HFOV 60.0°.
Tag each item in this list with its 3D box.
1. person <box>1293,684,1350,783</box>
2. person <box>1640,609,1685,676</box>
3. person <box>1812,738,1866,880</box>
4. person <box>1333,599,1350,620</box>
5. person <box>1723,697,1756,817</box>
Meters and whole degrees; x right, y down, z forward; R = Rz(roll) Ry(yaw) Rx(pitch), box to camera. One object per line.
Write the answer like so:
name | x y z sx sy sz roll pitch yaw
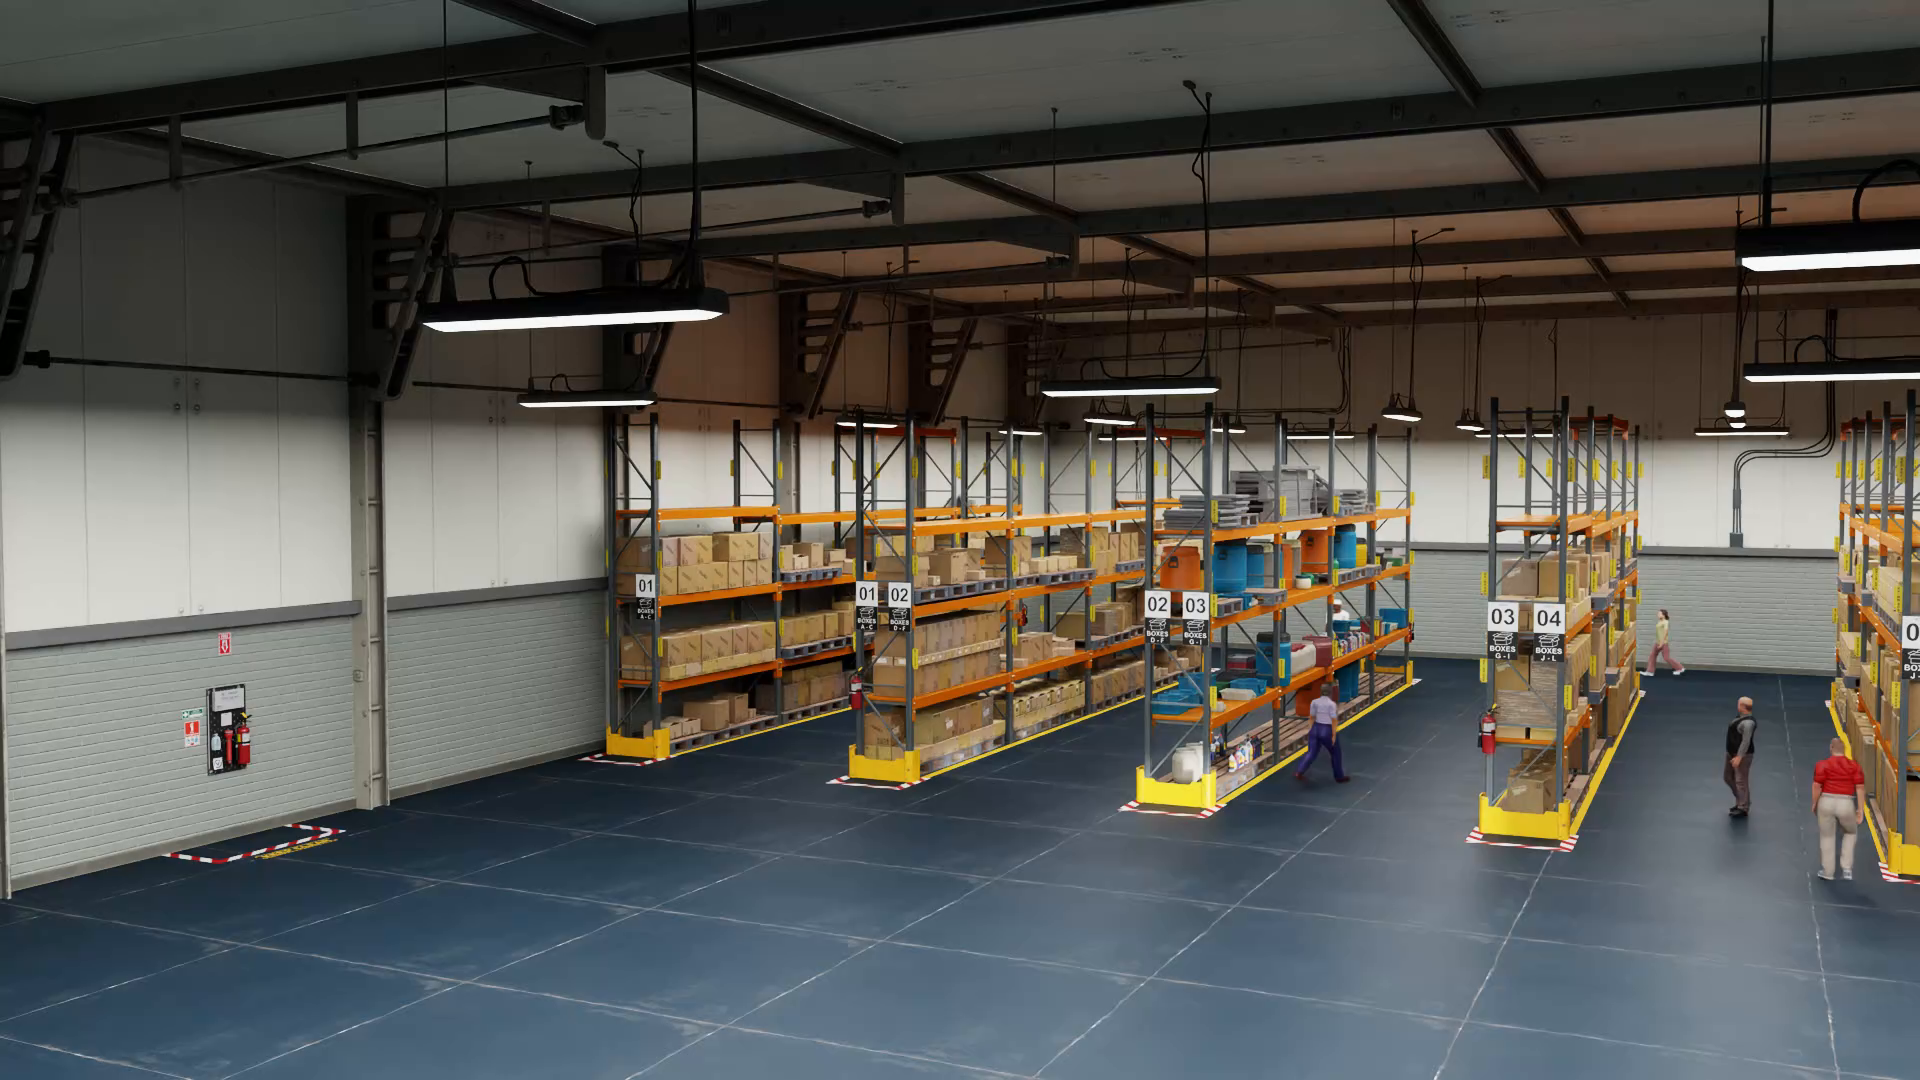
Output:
person | 5.804 3.108 26.475 1.013 1.554 0.517 -2 3 -32
person | 16.983 2.489 40.161 0.984 1.628 0.457 0 2 6
person | 10.706 3.309 20.272 0.580 1.800 0.486 2 3 32
person | 9.455 2.371 41.473 0.649 1.768 0.485 1 3 29
person | 11.302 3.137 24.112 0.417 1.743 0.626 0 2 5
